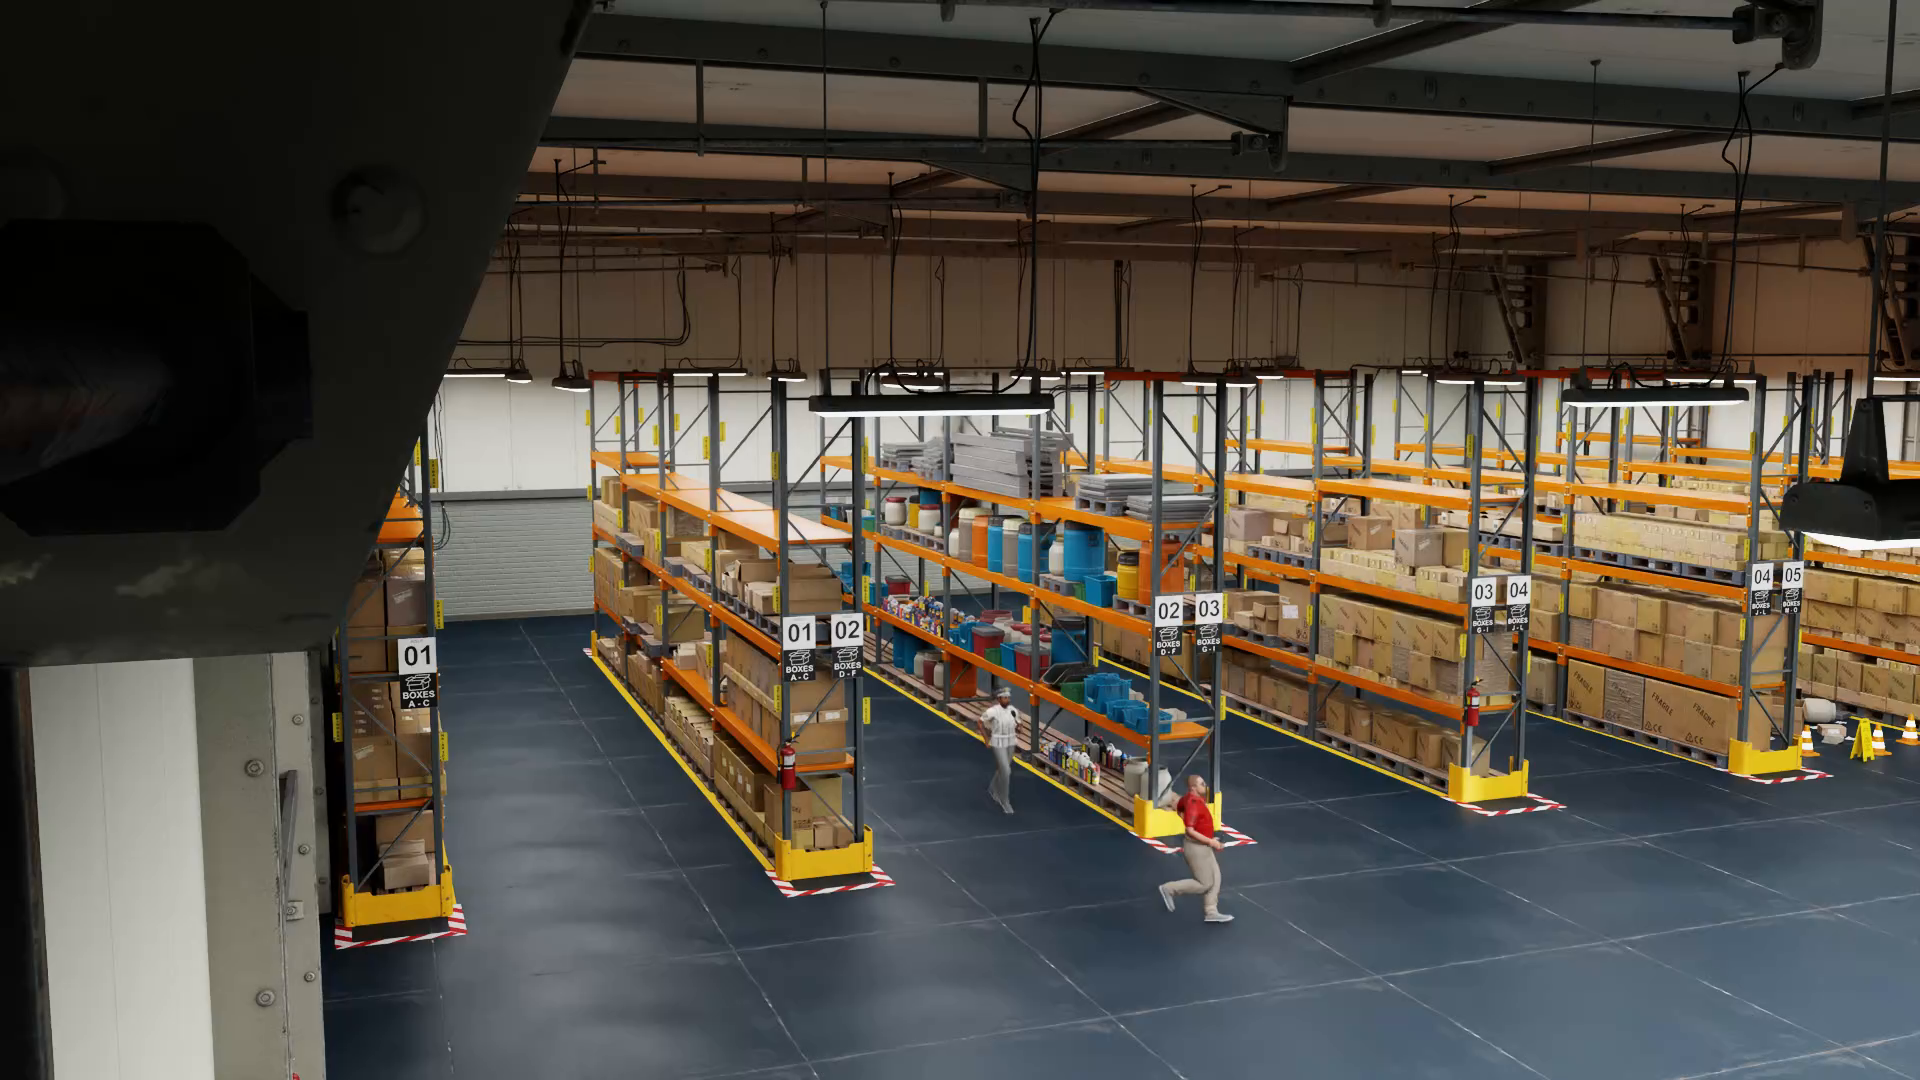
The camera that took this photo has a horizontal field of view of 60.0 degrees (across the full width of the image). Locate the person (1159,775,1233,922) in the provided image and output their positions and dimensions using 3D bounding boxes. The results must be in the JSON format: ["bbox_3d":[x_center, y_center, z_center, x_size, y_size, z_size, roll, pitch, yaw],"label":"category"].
[{"bbox_3d":[2.638,3.435,18.541,0.835,1.678,0.677,1,6,5],"label":"person"}]

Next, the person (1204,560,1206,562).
[{"bbox_3d":[5.548,1.271,38.275,0.633,1.659,0.807,-2,7,-19],"label":"person"}]

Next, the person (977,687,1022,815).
[{"bbox_3d":[0.594,2.909,23.190,0.547,1.751,0.759,-5,8,-36],"label":"person"}]
